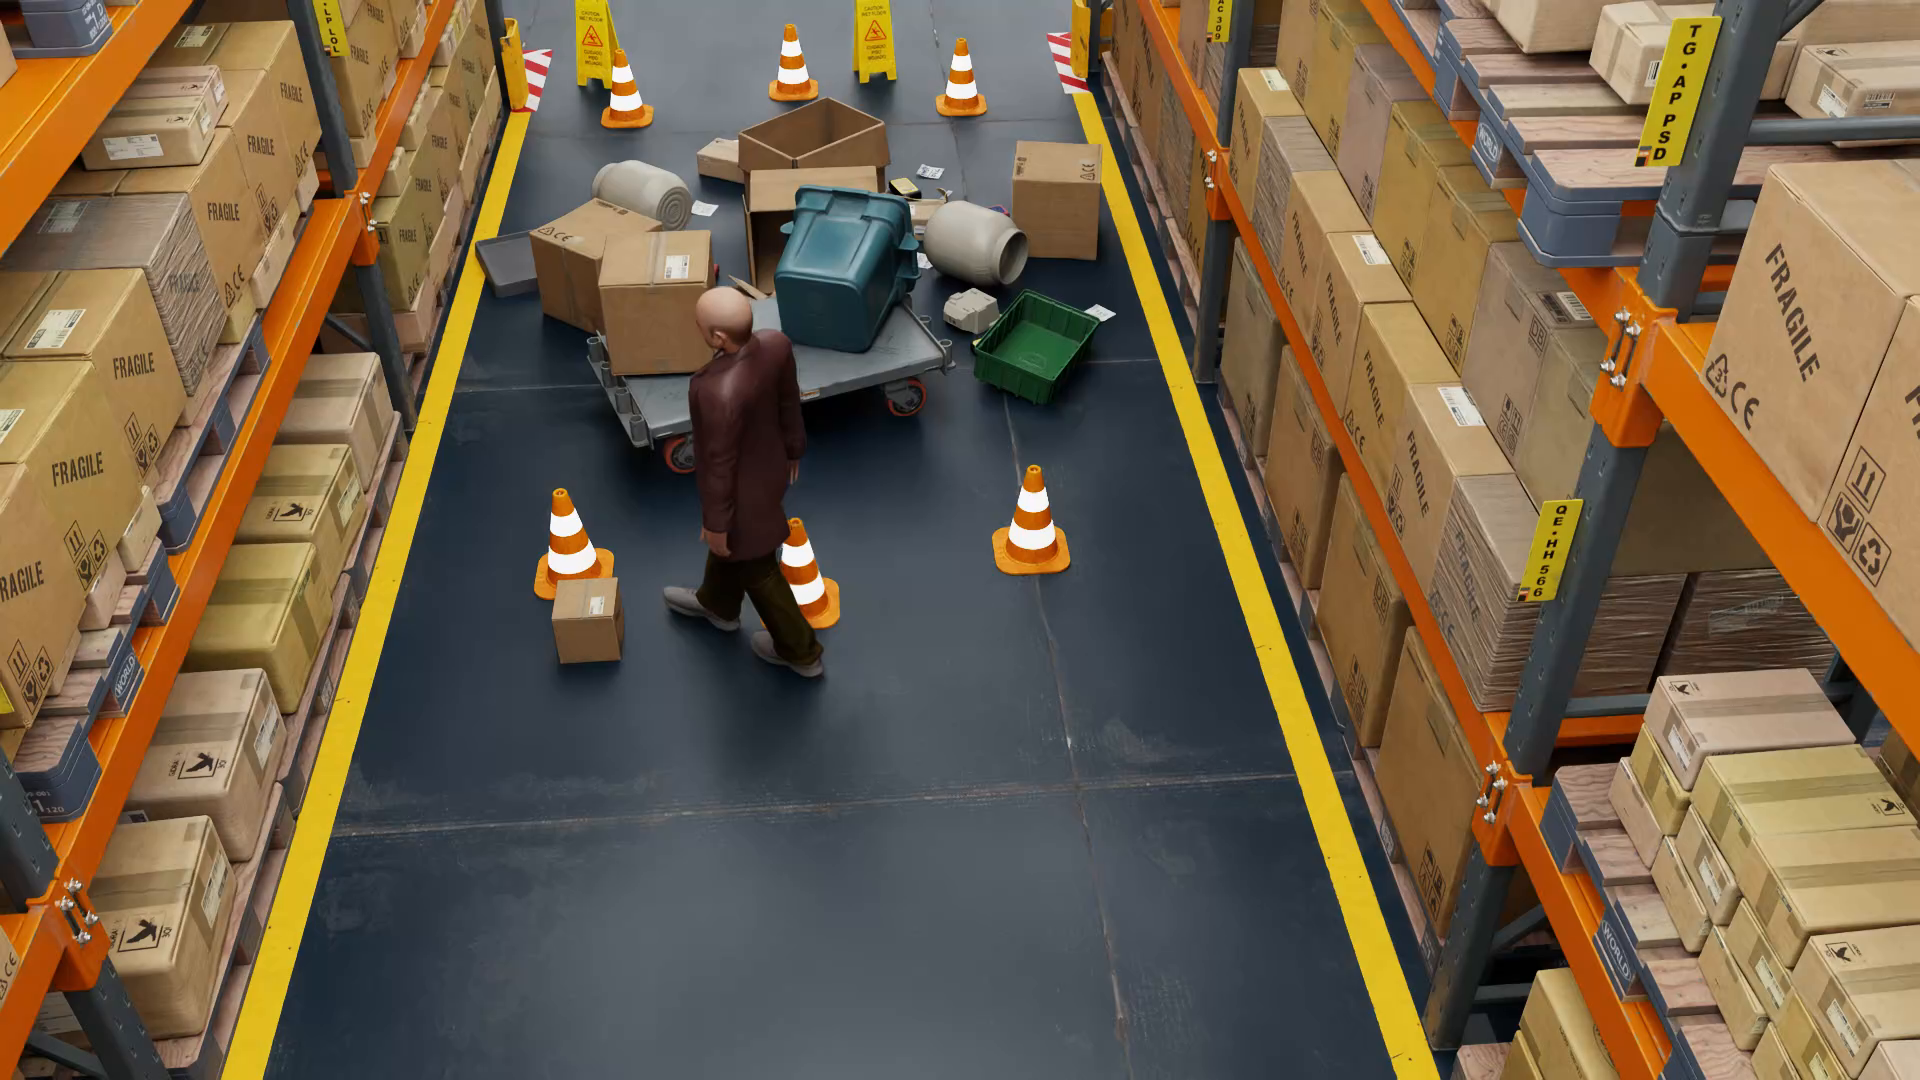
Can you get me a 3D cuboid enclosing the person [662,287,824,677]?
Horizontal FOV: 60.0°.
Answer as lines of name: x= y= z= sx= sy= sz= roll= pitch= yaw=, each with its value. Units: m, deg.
person: x=-0.932 y=-0.241 z=6.462 sx=0.831 sy=1.759 sz=0.634 roll=14 pitch=41 yaw=17
